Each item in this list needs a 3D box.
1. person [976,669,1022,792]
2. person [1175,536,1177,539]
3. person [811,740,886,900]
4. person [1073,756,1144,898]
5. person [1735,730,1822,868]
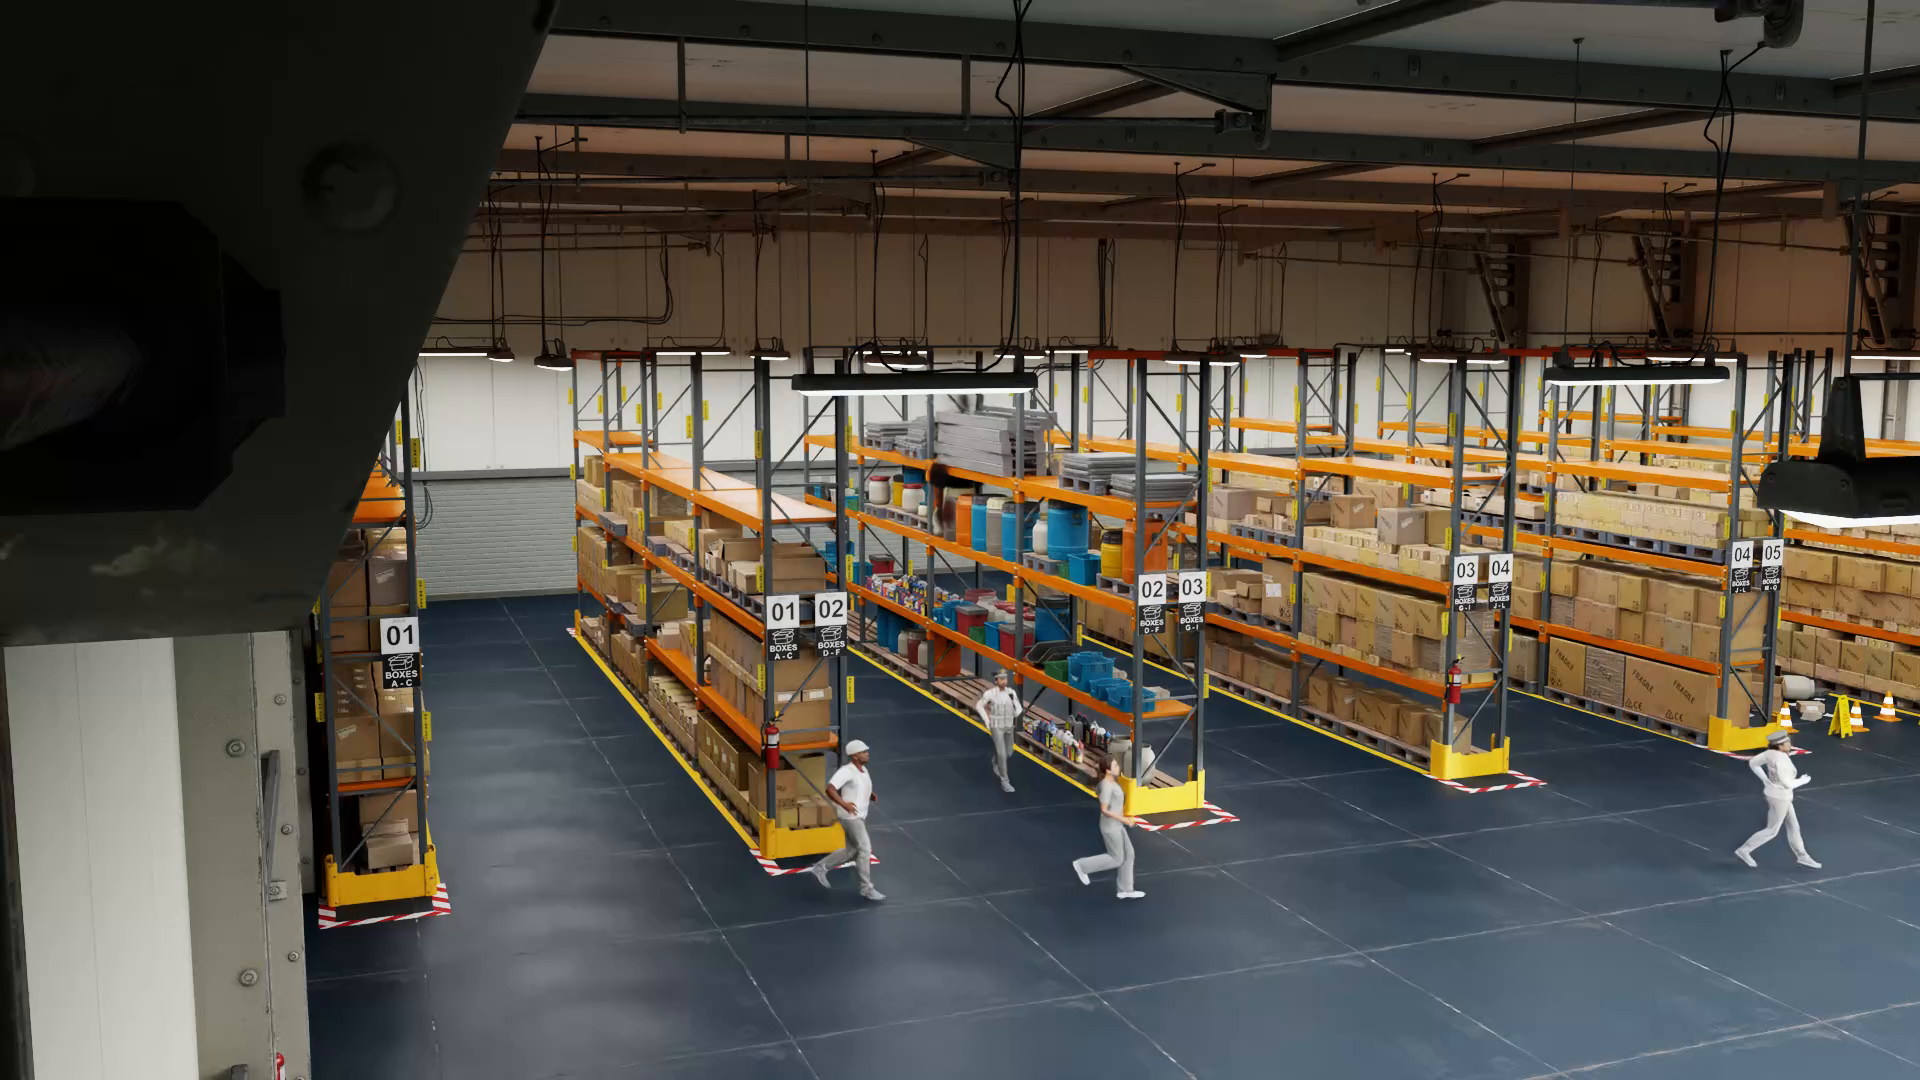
[{"bbox_3d":[0.575,2.611,23.216,0.624,1.670,0.865,-3,8,-22],"label":"person"},{"bbox_3d":[5.070,0.702,38.709,0.644,1.635,0.918,-3,8,-23],"label":"person"},{"bbox_3d":[-1.225,3.139,18.883,0.906,1.755,0.736,2,7,15],"label":"person"},{"bbox_3d":[1.678,3.217,18.678,0.806,1.631,0.580,1,7,7],"label":"person"},{"bbox_3d":[9.683,3.044,19.596,0.997,1.668,0.624,2,7,13],"label":"person"}]
